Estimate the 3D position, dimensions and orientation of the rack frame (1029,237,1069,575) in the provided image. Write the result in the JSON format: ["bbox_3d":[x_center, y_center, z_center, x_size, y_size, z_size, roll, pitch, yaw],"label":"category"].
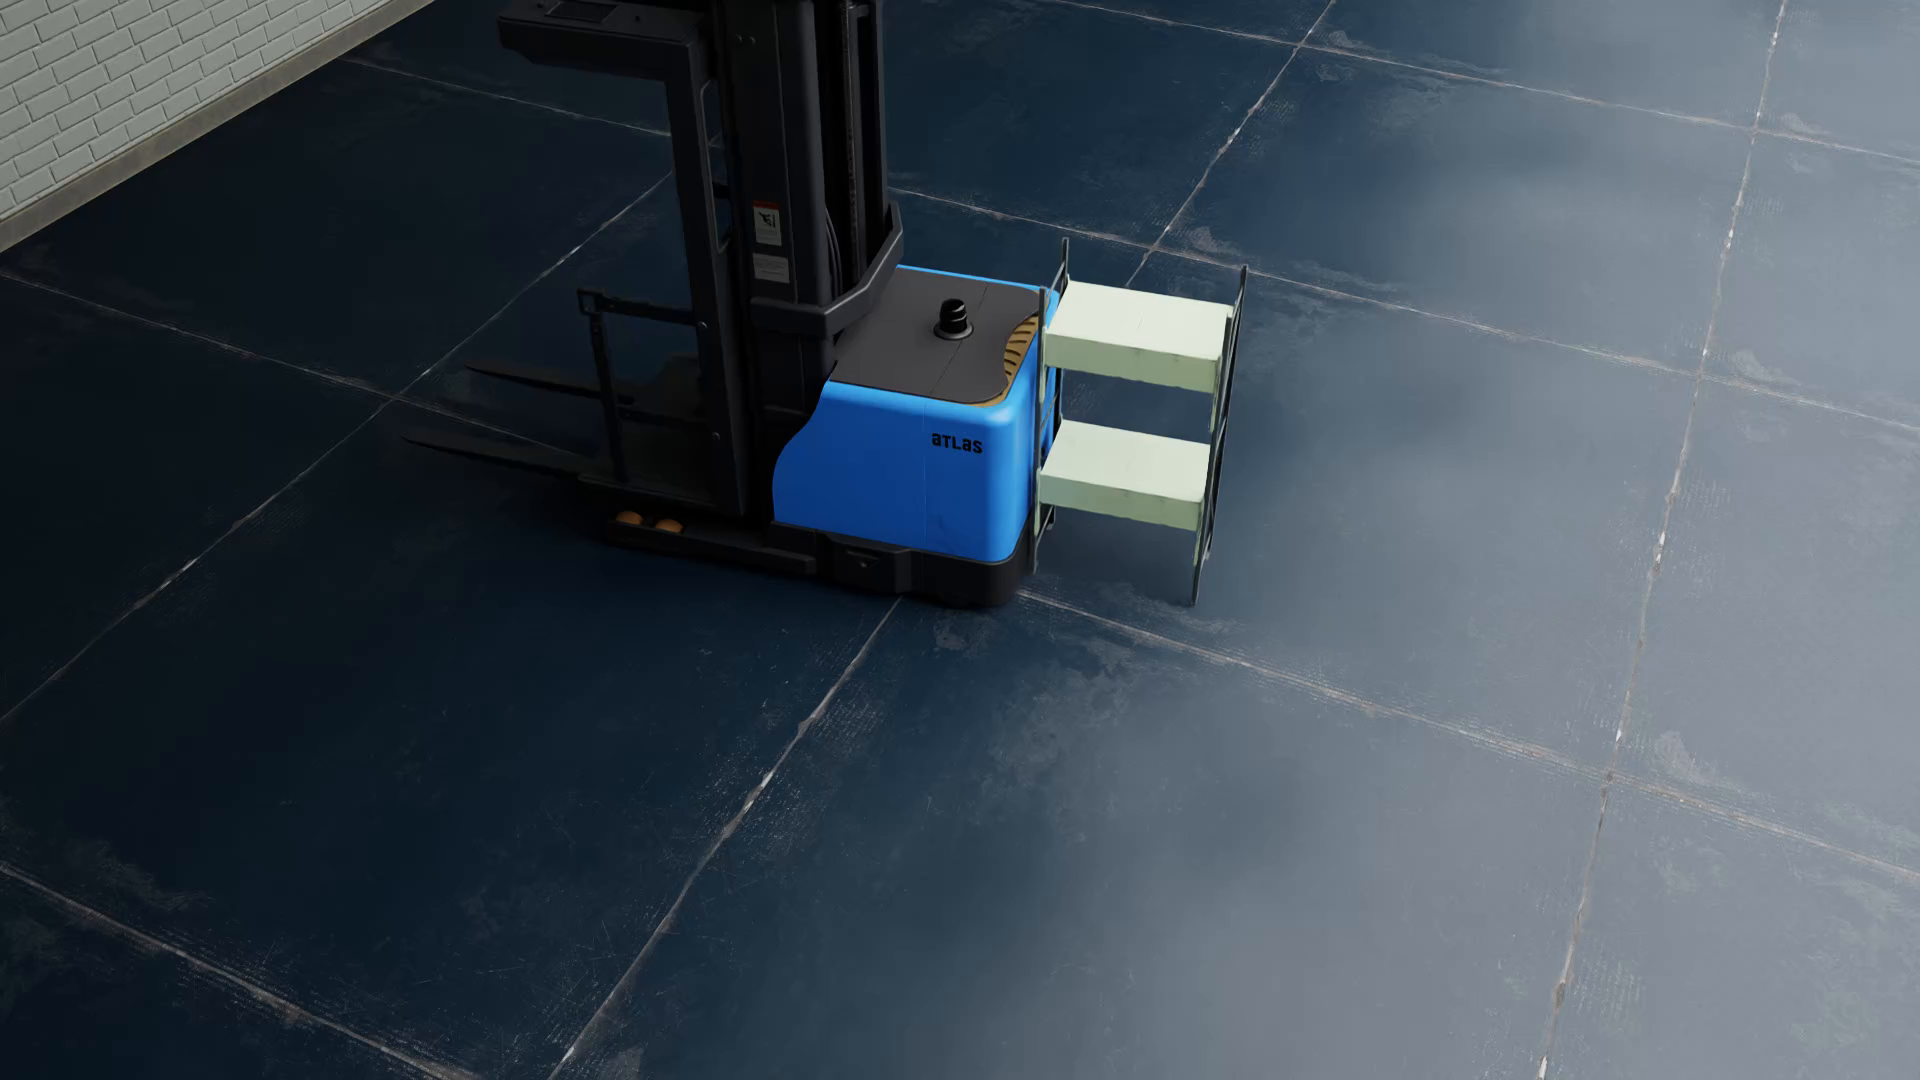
[{"bbox_3d":[0.376,-0.537,7.109,0.023,1.500,0.400,11,42,12],"label":"rack frame"}]

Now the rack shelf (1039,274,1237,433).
[{"bbox_3d":[0.727,-0.765,6.776,0.720,0.370,0.431,11,42,12],"label":"rack shelf"}]

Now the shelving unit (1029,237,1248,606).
[{"bbox_3d":[0.727,-0.470,7.031,0.755,1.500,0.431,11,42,12],"label":"shelving unit"}]

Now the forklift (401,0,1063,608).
[{"bbox_3d":[-1.100,-1.359,6.964,3.031,2.935,1.130,11,42,12],"label":"forklift"}]

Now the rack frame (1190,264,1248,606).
[{"bbox_3d":[1.079,-0.403,6.954,0.023,1.500,0.400,11,42,12],"label":"rack frame"}]

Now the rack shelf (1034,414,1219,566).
[{"bbox_3d":[0.727,-0.224,7.245,0.720,0.370,0.431,11,42,12],"label":"rack shelf"}]
